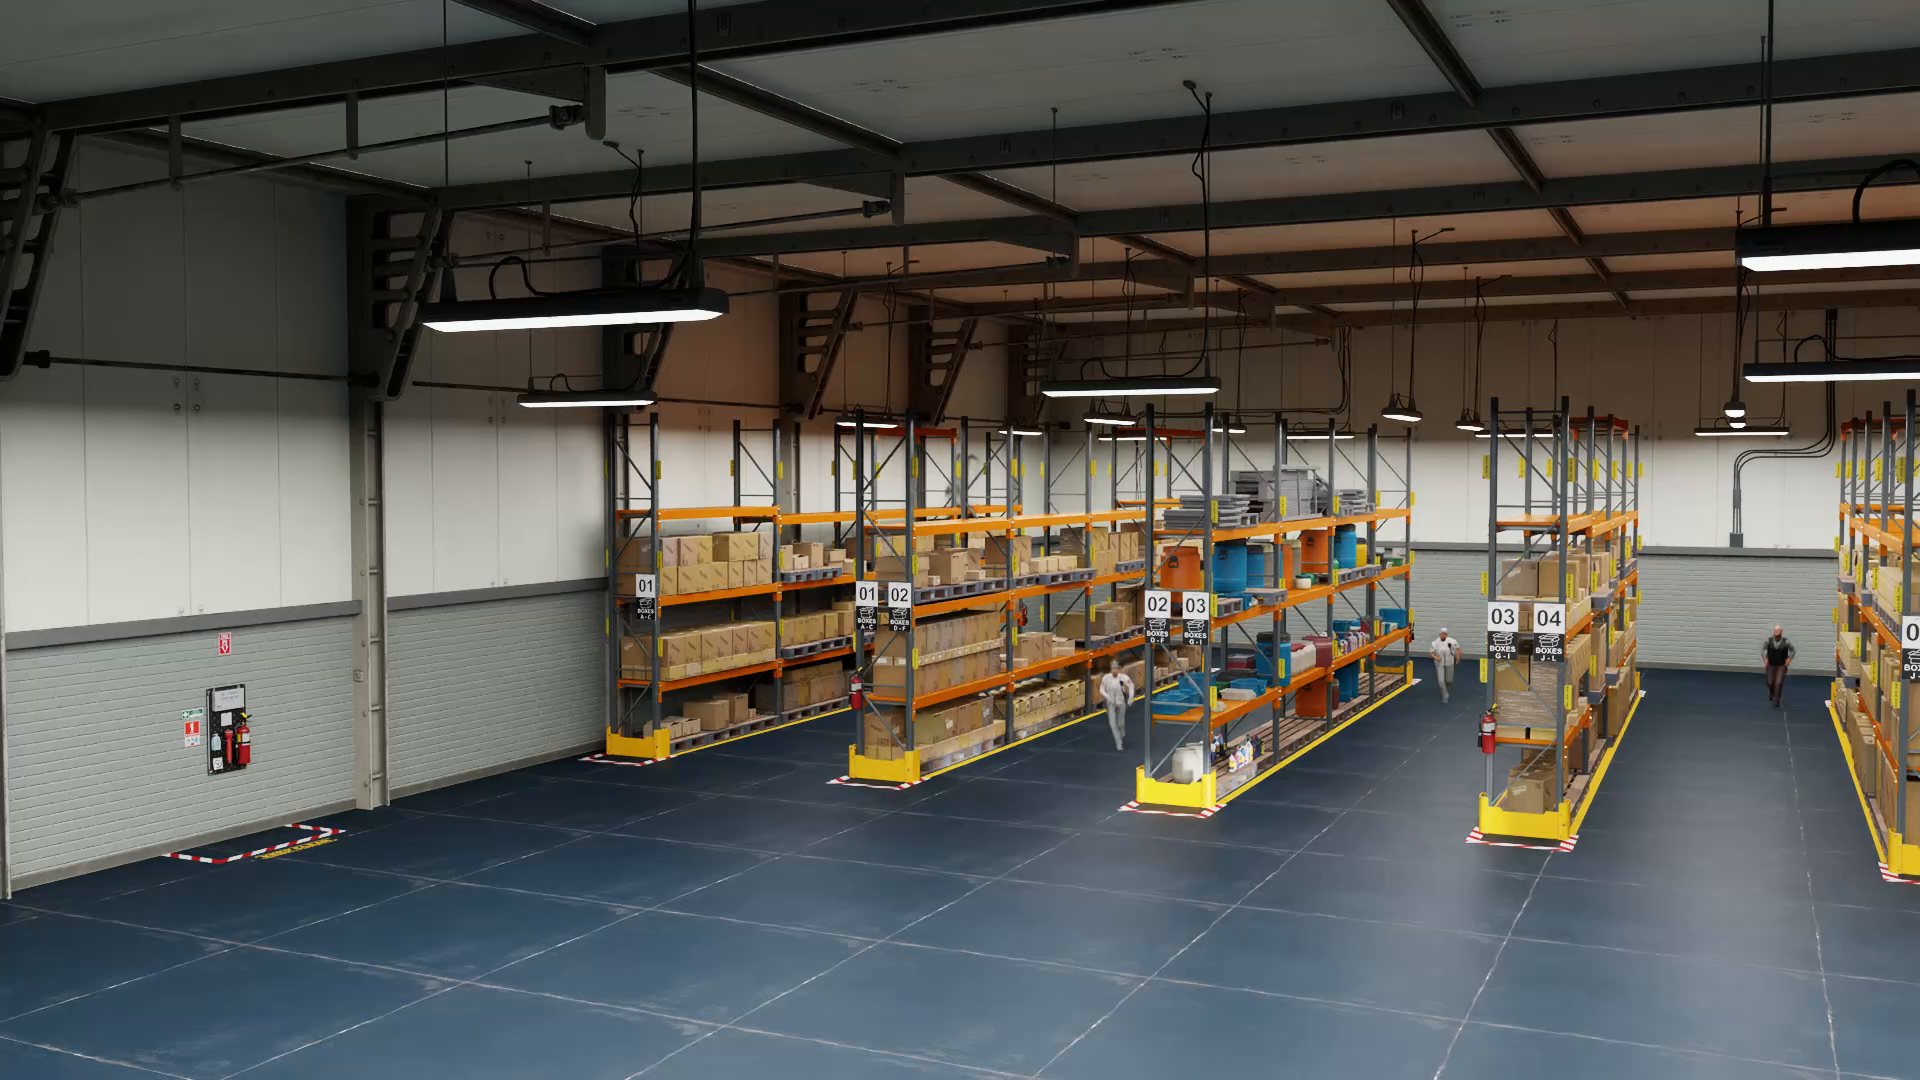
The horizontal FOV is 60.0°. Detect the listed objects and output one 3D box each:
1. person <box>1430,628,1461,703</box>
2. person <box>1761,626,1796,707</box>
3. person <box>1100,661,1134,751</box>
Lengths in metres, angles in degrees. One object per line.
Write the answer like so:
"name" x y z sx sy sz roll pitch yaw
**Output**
"person" 10.484 2.707 35.931 0.643 1.626 0.654 1 3 17
"person" 17.413 2.677 35.391 0.682 1.702 0.605 2 3 33
"person" 2.804 2.944 29.761 0.600 1.629 0.679 1 2 14
